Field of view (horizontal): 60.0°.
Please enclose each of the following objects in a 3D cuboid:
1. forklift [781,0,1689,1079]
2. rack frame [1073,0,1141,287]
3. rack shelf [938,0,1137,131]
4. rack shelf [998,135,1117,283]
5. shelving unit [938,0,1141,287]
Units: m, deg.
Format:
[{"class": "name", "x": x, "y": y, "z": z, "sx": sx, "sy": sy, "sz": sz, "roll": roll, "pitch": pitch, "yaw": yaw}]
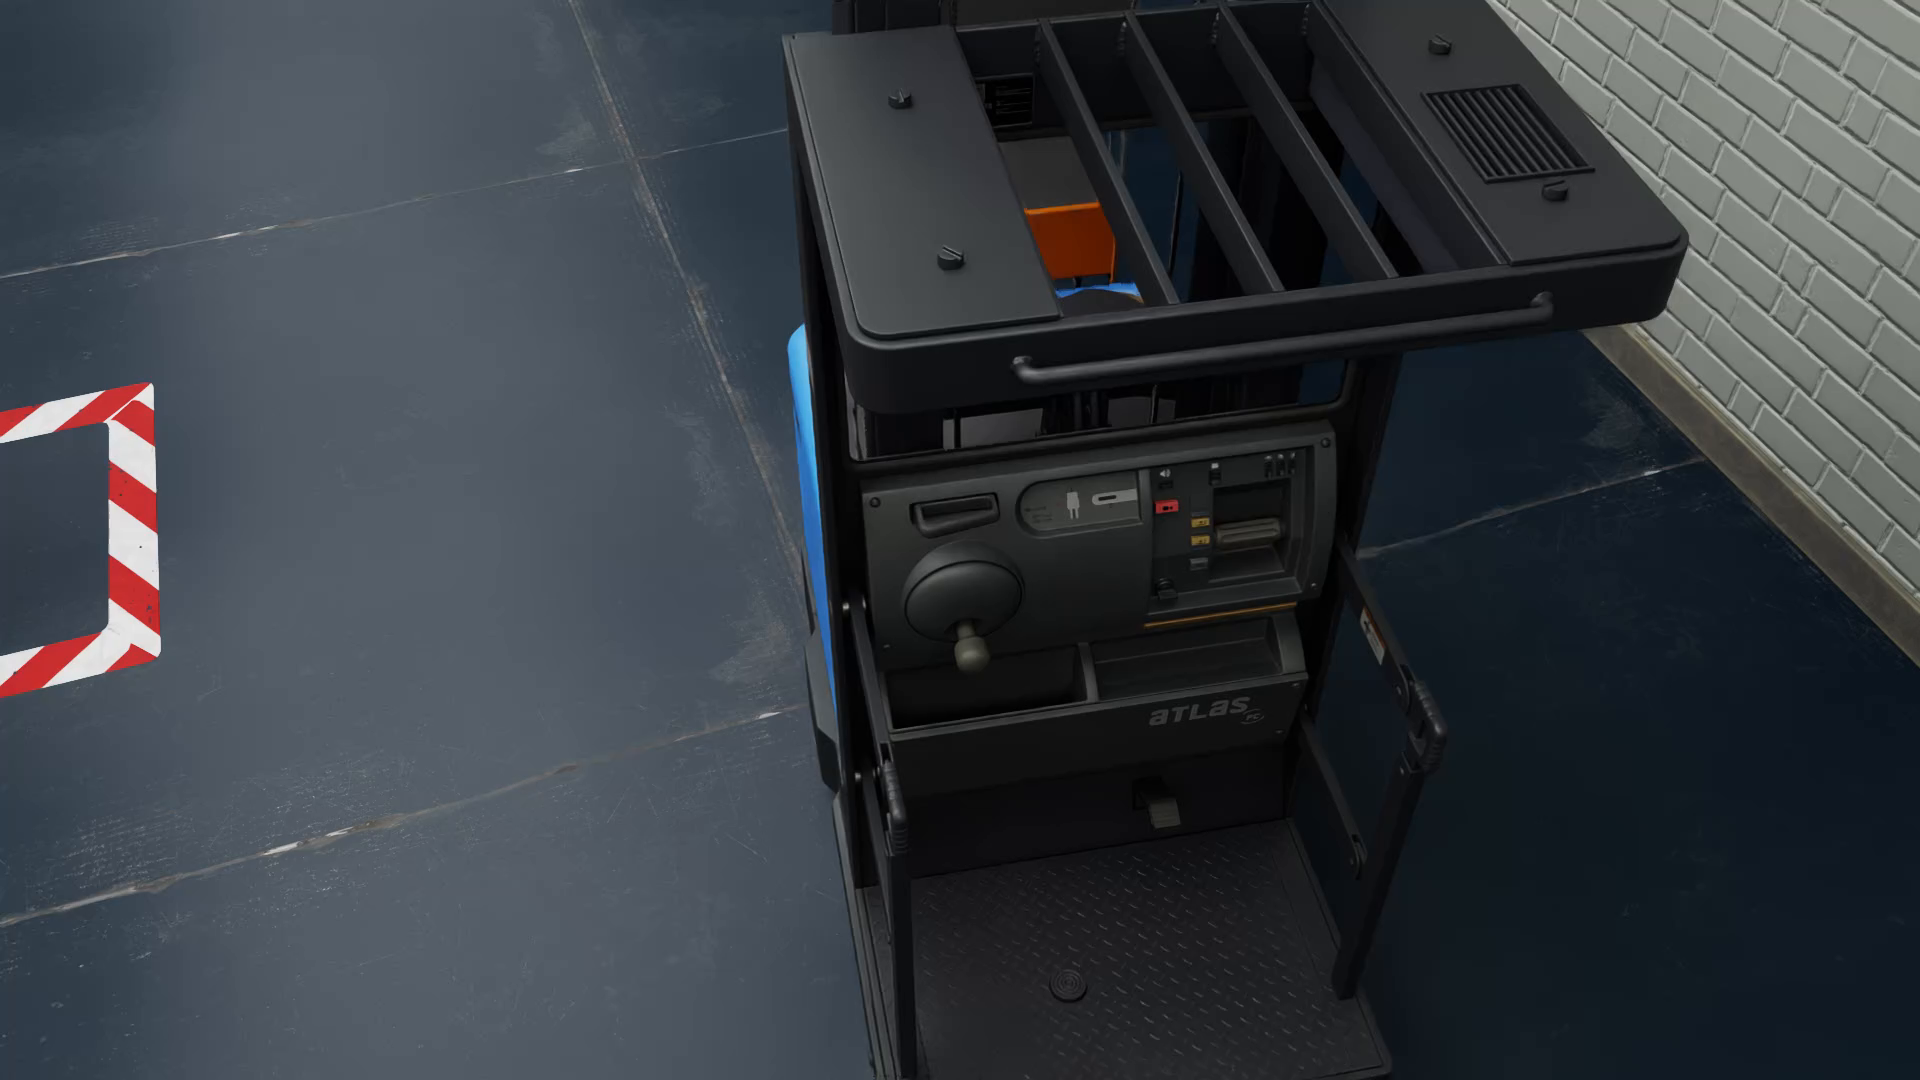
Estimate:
[{"class": "forklift", "x": 0.321, "y": 0.110, "z": 3.071, "sx": 1.130, "sy": 2.935, "sz": 3.031, "roll": -8, "pitch": 46, "yaw": -8}, {"class": "rack frame", "x": 0.385, "y": -0.876, "z": 4.640, "sx": 0.015, "sy": 2.100, "sz": 0.400, "roll": -8, "pitch": 46, "yaw": -8}, {"class": "rack shelf", "x": 0.146, "y": -1.328, "z": 4.122, "sx": 0.480, "sy": 0.518, "sz": 0.431, "roll": -8, "pitch": 46, "yaw": -8}, {"class": "rack shelf", "x": 0.146, "y": -0.833, "z": 4.617, "sx": 0.480, "sy": 0.518, "sz": 0.431, "roll": -8, "pitch": 46, "yaw": -8}, {"class": "shelving unit", "x": 0.146, "y": -0.843, "z": 4.608, "sx": 0.503, "sy": 2.100, "sz": 0.431, "roll": -8, "pitch": 46, "yaw": -8}]
